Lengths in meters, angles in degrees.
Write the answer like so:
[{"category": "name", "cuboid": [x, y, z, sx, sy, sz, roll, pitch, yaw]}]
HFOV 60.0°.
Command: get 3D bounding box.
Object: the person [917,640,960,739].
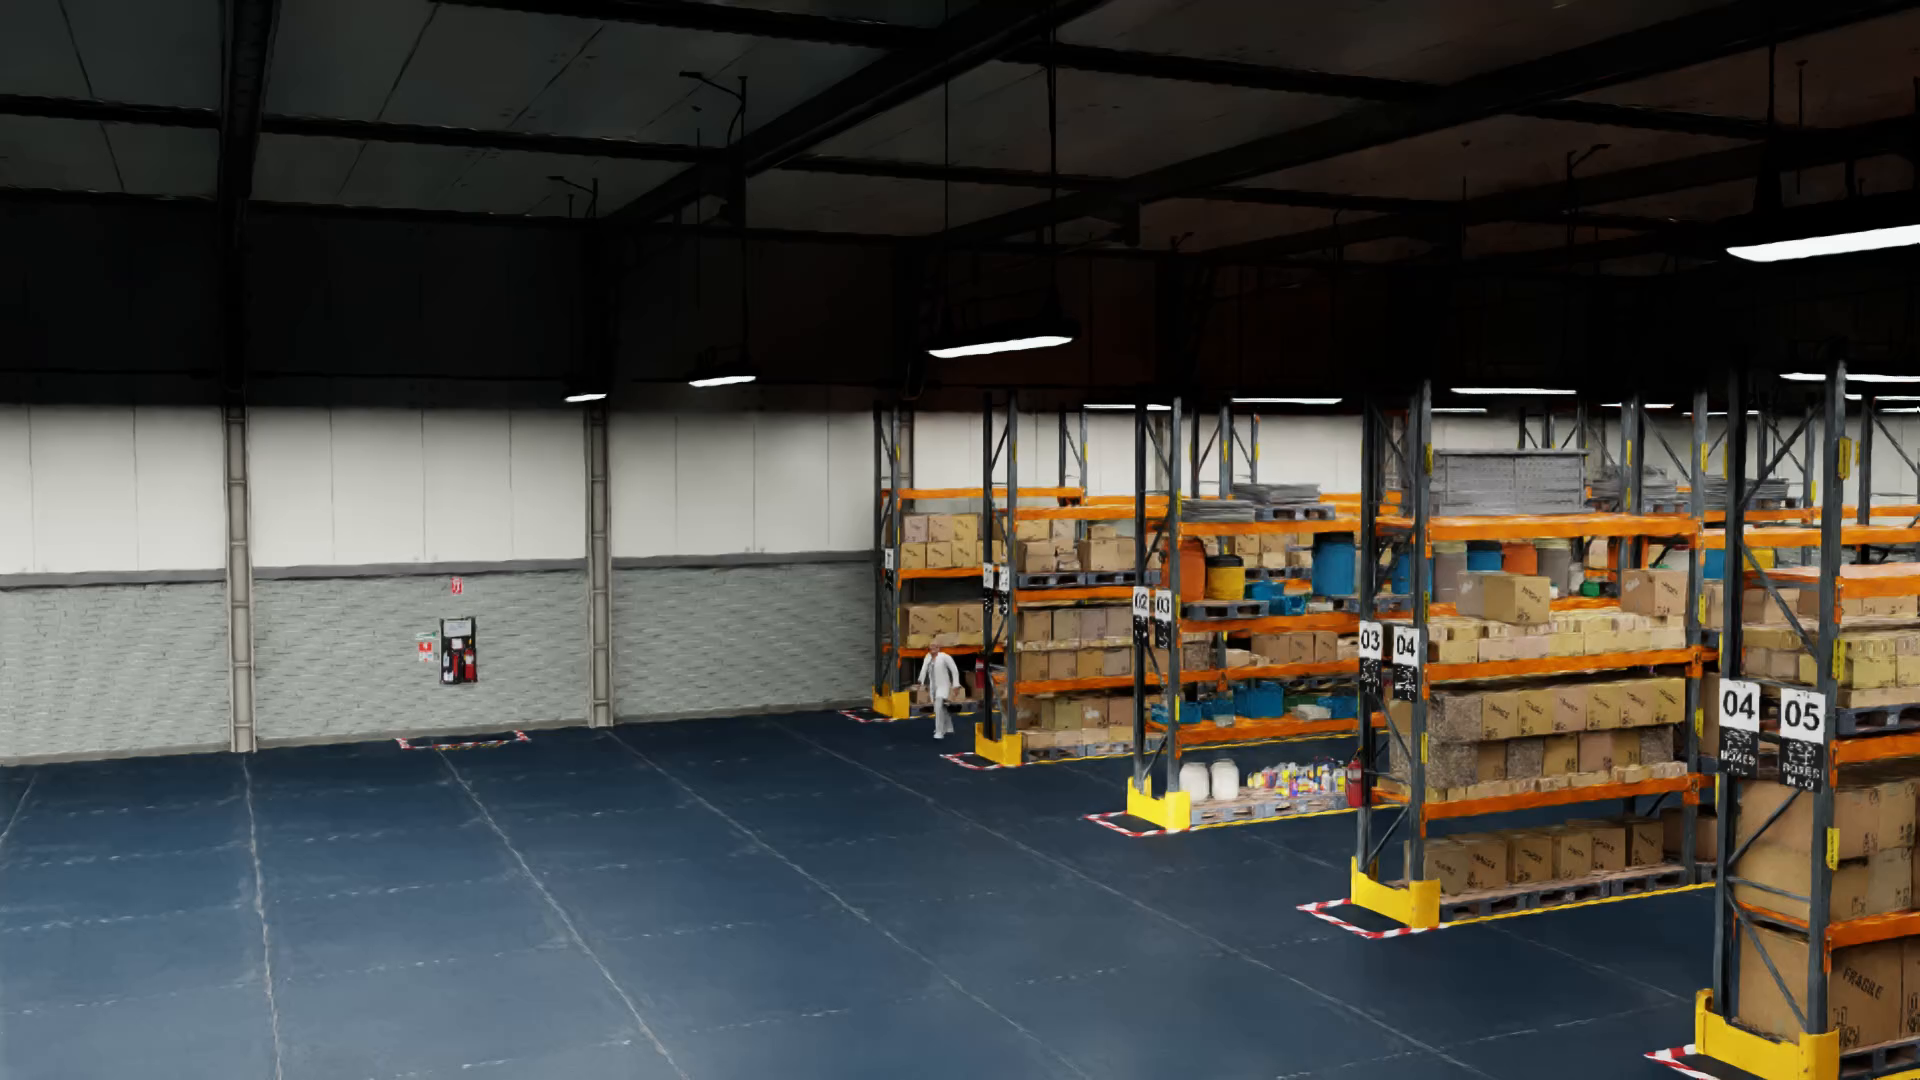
[{"category": "person", "cuboid": [-0.352, 2.598, 29.192, 0.857, 1.719, 0.726, -3, 5, -44]}]
